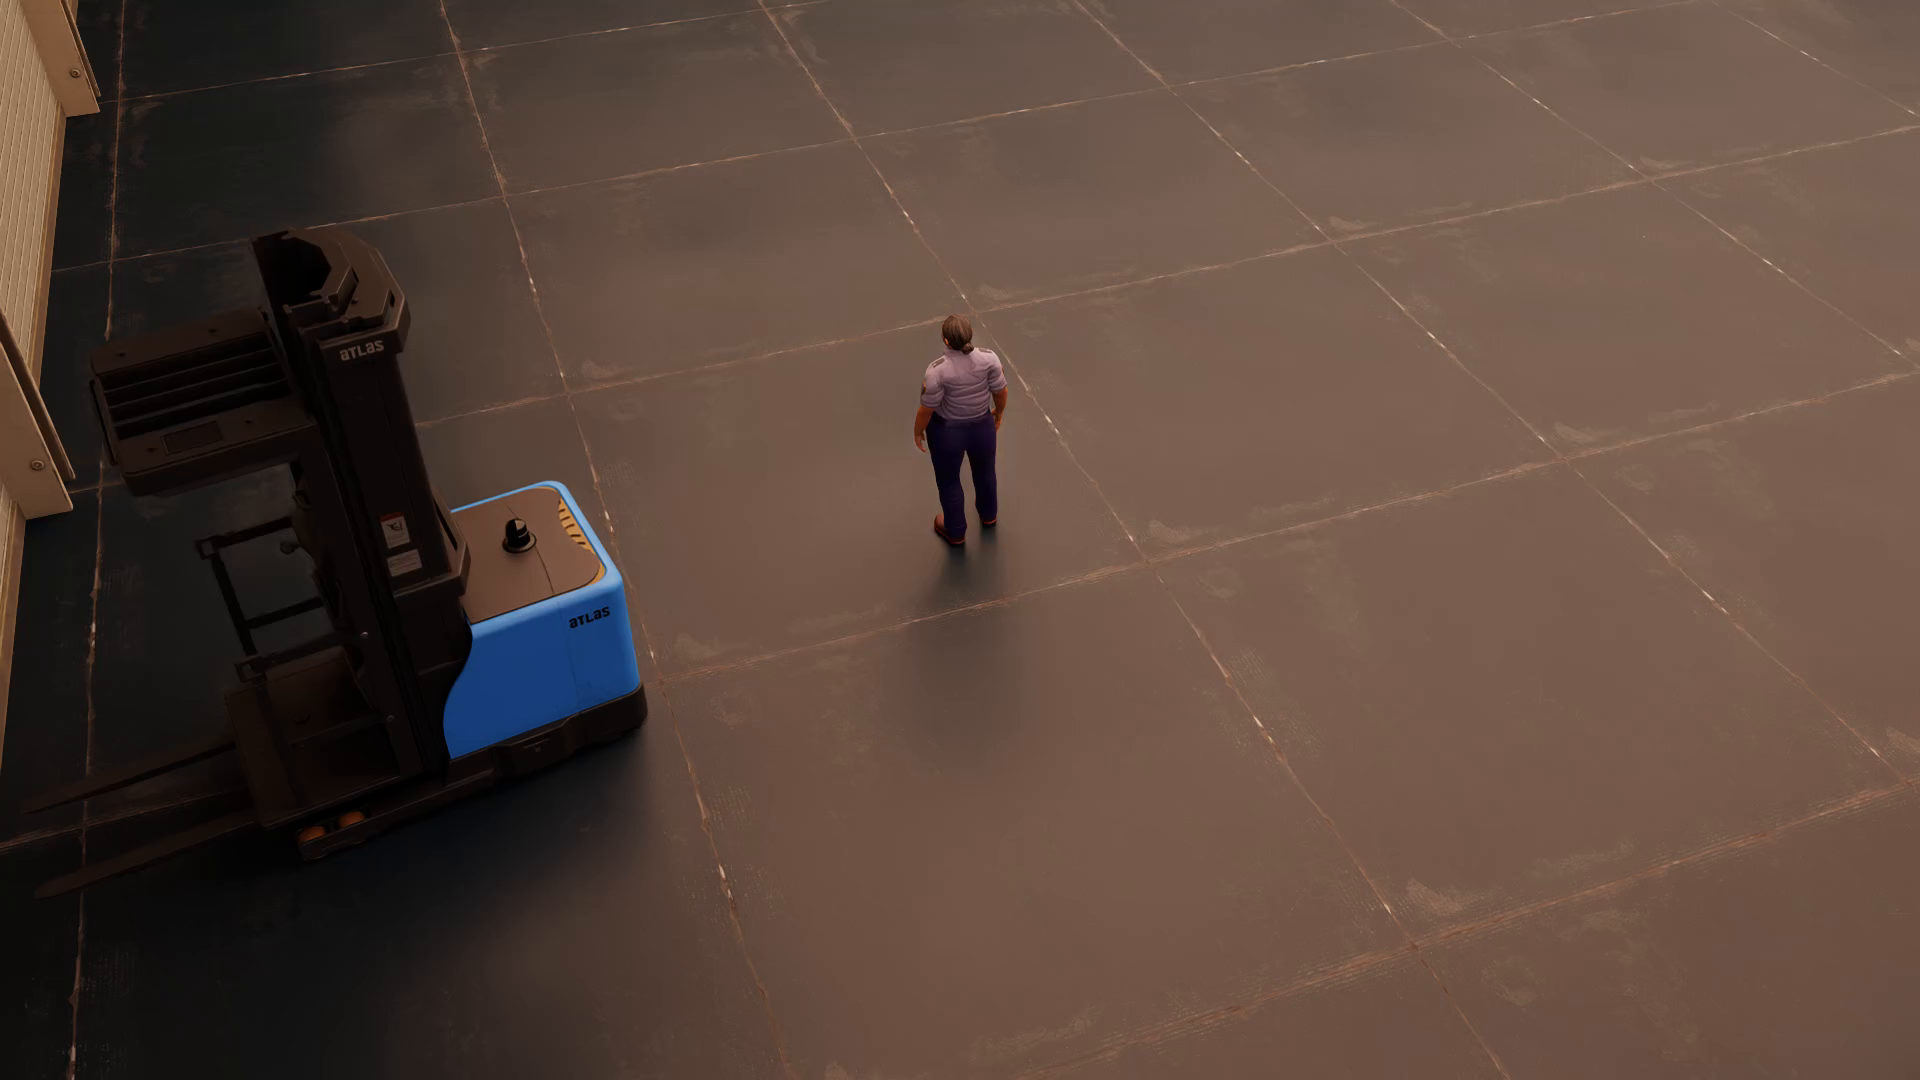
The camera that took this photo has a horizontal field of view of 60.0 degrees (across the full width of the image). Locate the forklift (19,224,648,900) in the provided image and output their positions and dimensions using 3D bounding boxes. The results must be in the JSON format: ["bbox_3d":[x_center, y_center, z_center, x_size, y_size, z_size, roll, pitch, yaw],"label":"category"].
[{"bbox_3d":[-3.235,0.091,7.888,3.031,2.935,1.130,-20,44,-22],"label":"forklift"}]

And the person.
[{"bbox_3d":[-0.009,-0.696,9.811,0.598,1.651,0.503,-13,42,-15],"label":"person"}]
